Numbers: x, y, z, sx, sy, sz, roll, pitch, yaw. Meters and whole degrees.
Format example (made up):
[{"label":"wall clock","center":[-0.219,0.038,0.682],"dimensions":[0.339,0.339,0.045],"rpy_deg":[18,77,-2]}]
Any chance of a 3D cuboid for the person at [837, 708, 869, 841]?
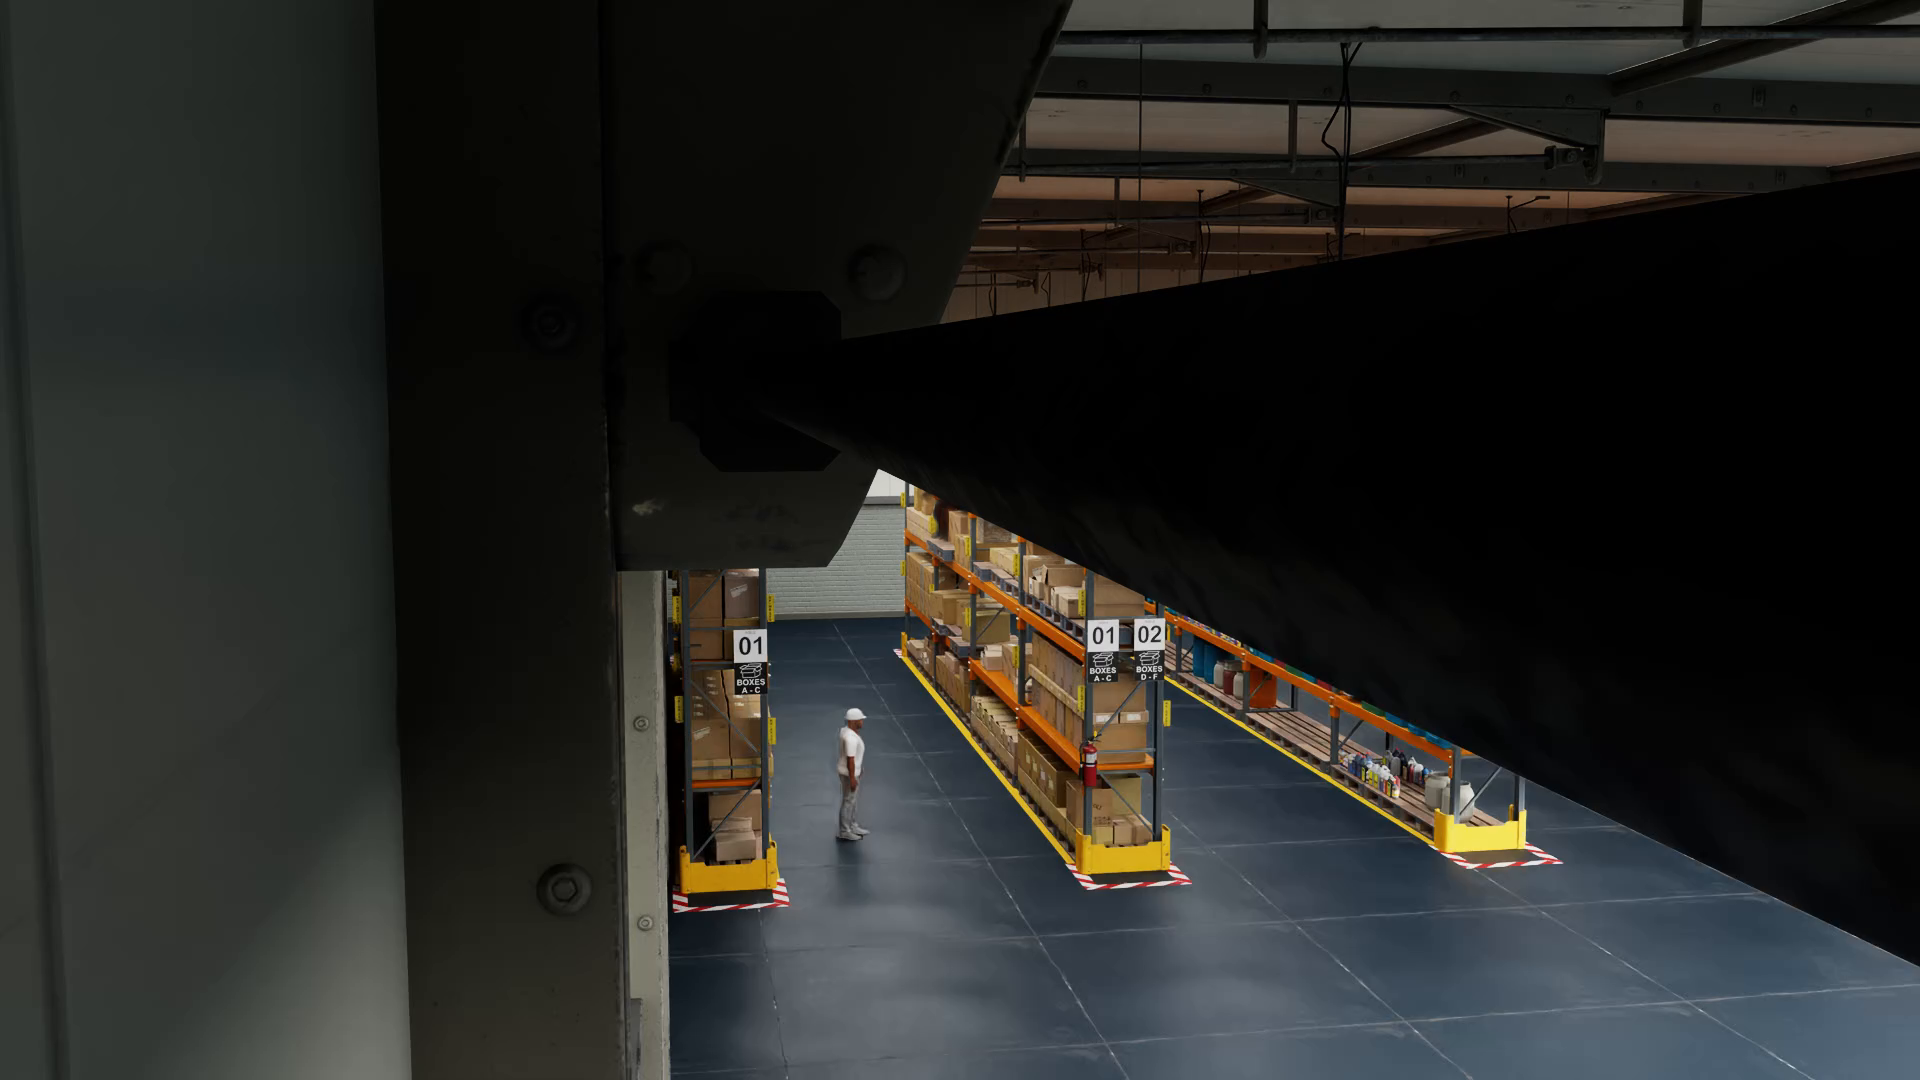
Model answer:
[{"label":"person","center":[-1.438,3.135,22.348],"dimensions":[0.428,1.769,0.609],"rpy_deg":[-1,6,-6]}]
